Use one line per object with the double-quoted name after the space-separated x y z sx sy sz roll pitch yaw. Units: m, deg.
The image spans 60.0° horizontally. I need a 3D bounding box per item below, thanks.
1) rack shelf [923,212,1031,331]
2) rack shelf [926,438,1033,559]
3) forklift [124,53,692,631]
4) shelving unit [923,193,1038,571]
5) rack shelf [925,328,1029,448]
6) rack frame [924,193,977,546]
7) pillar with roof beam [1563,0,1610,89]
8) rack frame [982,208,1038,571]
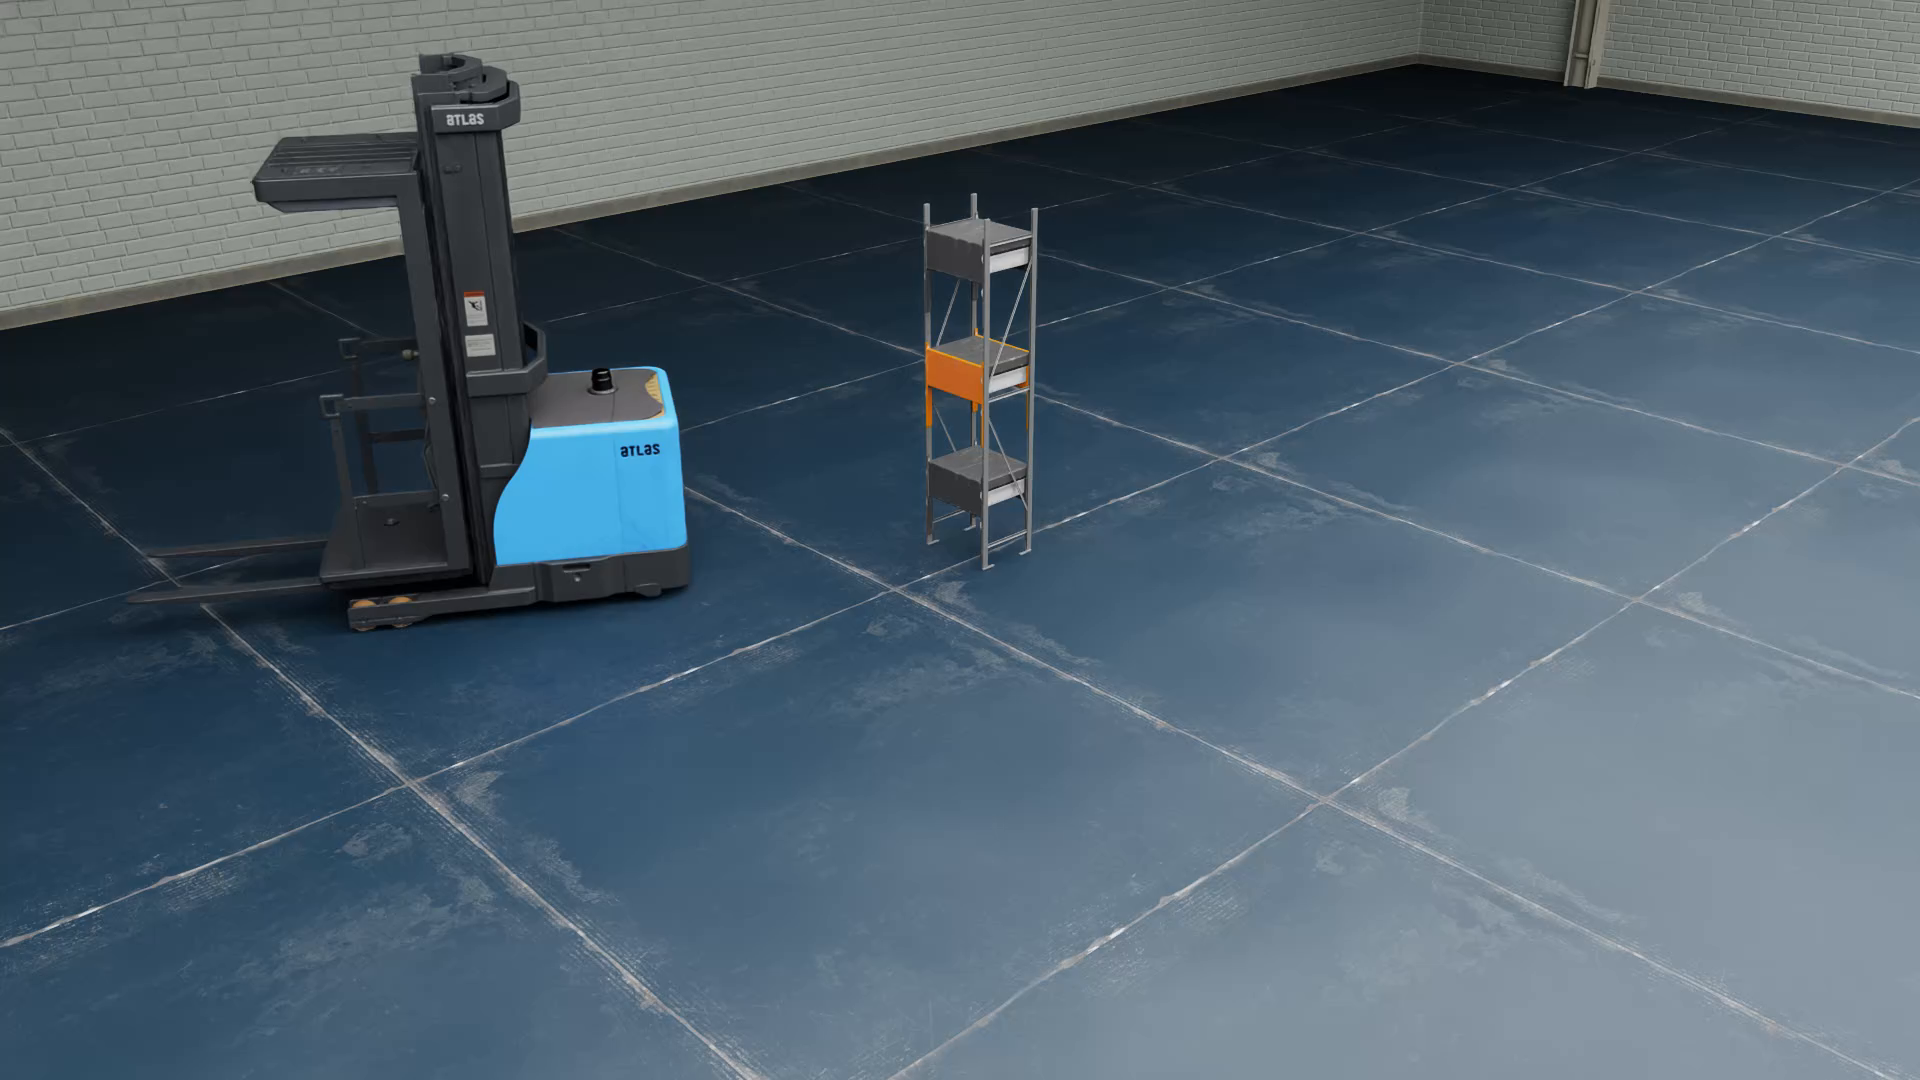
0.113 -1.530 9.419 0.431 0.518 0.480 -21 32 -38 "rack shelf"
0.113 -0.256 10.000 0.431 0.518 0.480 -21 32 -38 "rack shelf"
-3.118 -1.074 9.072 3.031 2.935 1.130 -6 25 -12 "forklift"
0.113 -0.905 9.704 0.431 2.100 0.503 -21 32 -38 "shelving unit"
0.113 -0.893 9.710 0.431 0.518 0.480 -21 32 -38 "rack shelf"
-0.054 -0.979 9.866 0.400 2.100 0.015 -21 32 -38 "rack frame"
6.379 -9.845 20.988 9.100 9.000 0.400 -21 32 -38 "pillar with roof beam"
0.280 -0.831 9.542 0.400 2.100 0.015 -21 32 -38 "rack frame"
